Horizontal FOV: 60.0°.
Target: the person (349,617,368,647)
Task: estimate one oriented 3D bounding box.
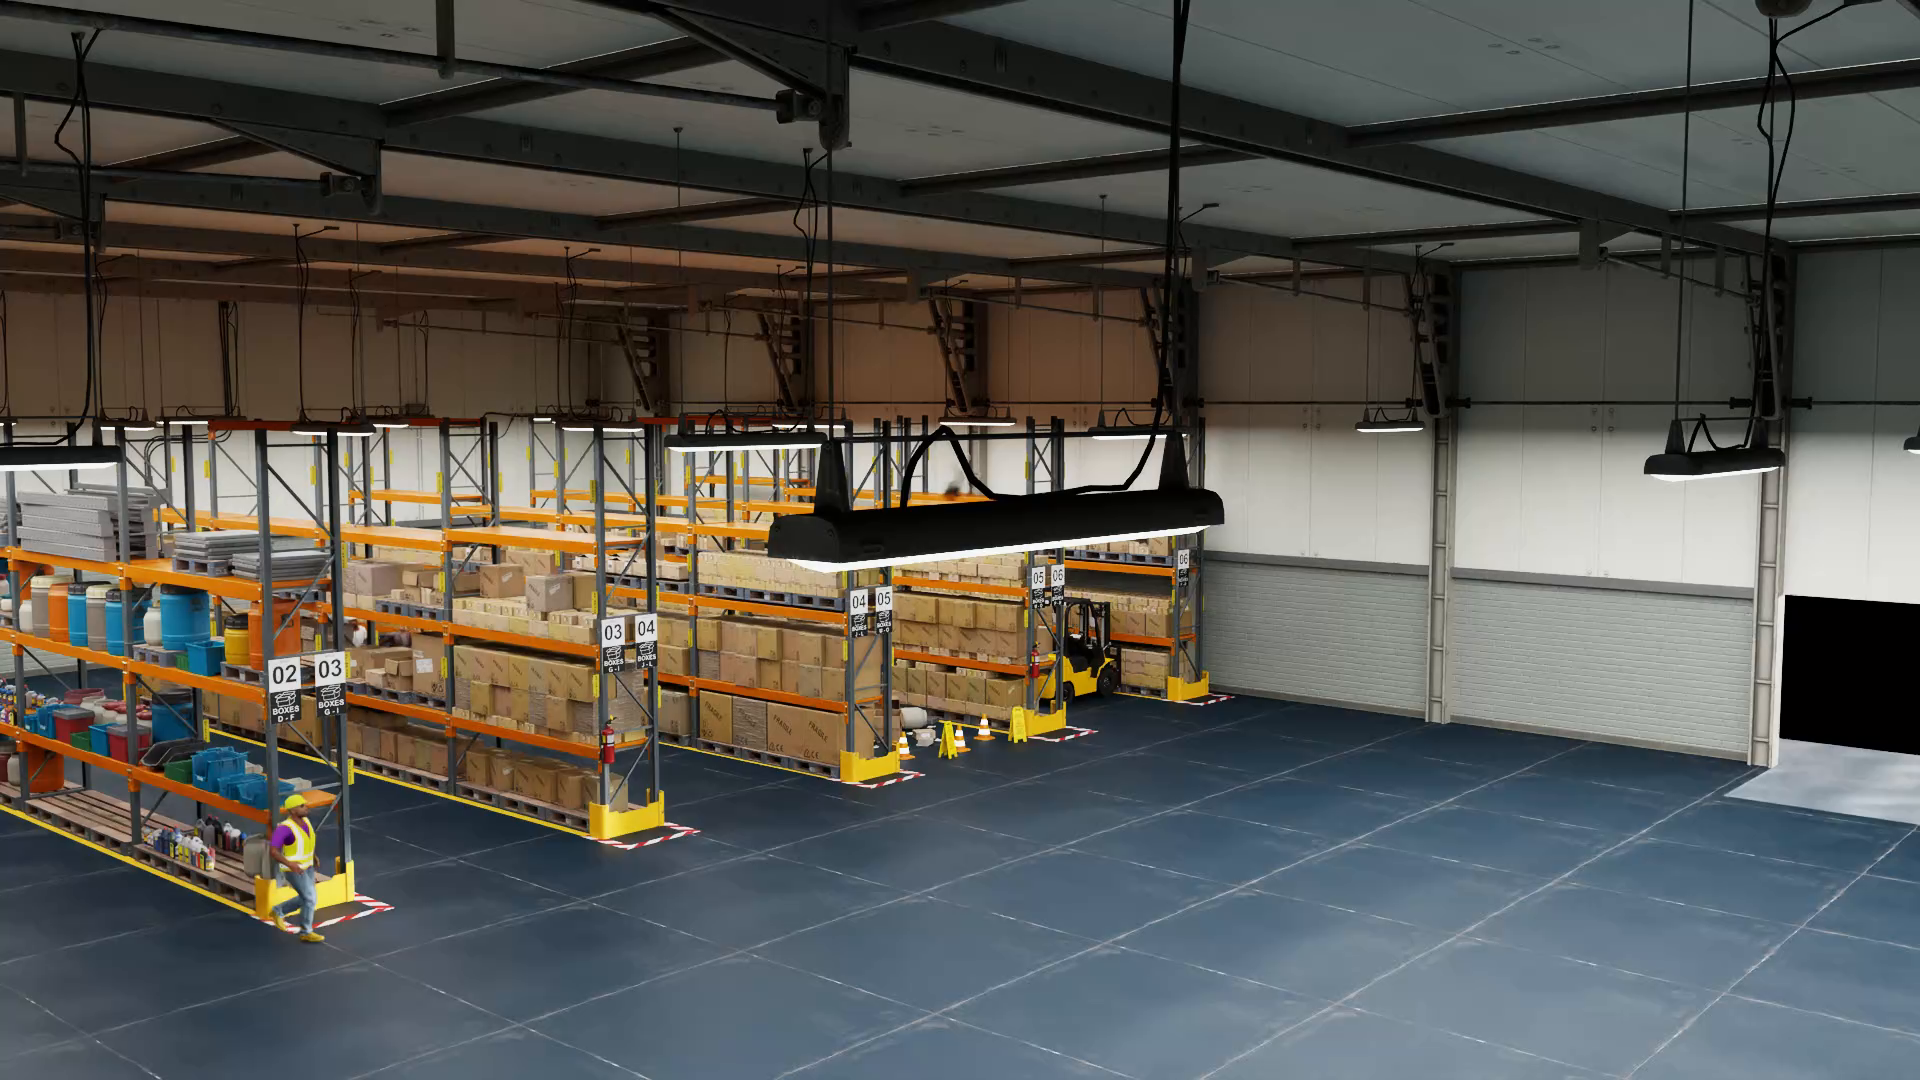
[{"bbox_3d":[-13.015,2.488,35.742,0.683,1.825,0.786,-5,7,-44],"label":"person"}]

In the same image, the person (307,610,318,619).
[{"bbox_3d":[-14.824,2.335,37.890,0.675,1.680,0.857,0,5,5],"label":"person"}]

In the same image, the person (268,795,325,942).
[{"bbox_3d":[-7.816,3.839,19.523,0.720,1.720,0.718,1,5,7],"label":"person"}]

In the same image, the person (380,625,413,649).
[{"bbox_3d":[-11.650,2.576,34.750,0.832,1.840,0.691,4,6,39],"label":"person"}]
